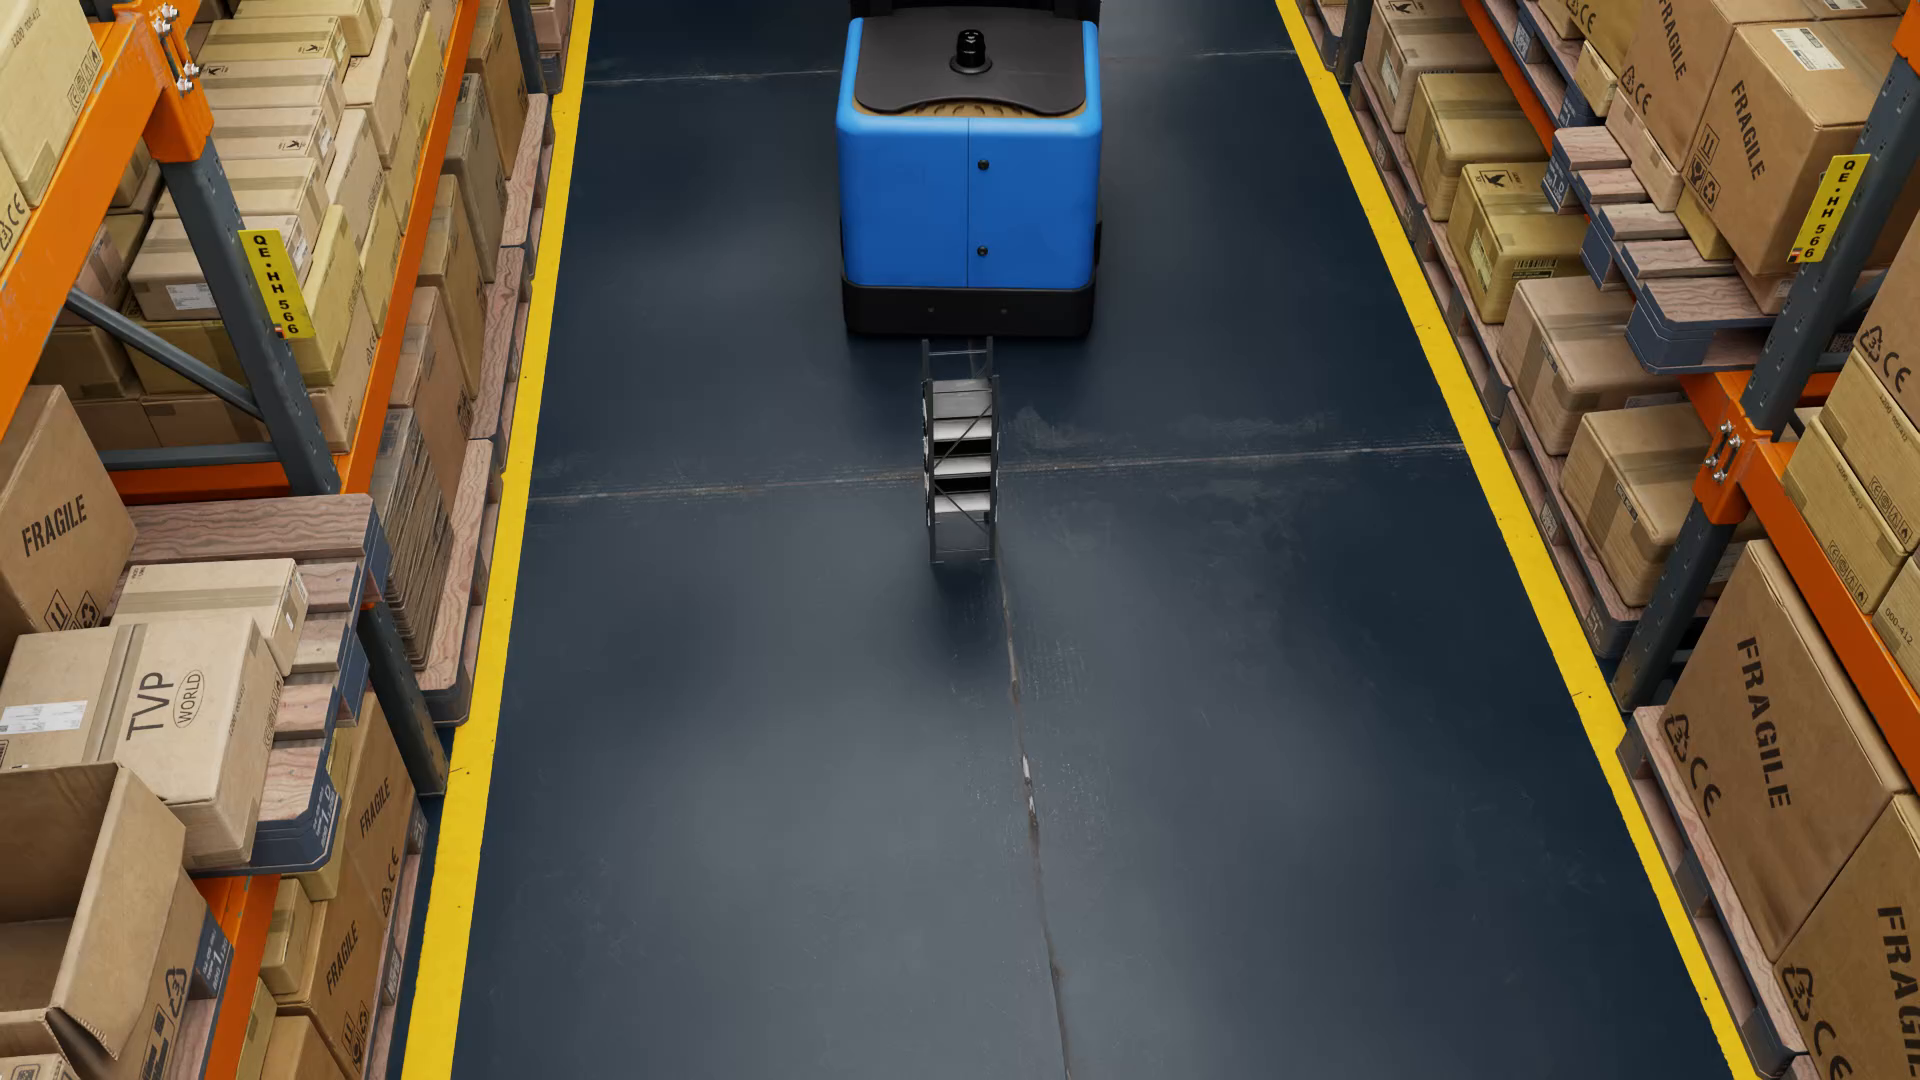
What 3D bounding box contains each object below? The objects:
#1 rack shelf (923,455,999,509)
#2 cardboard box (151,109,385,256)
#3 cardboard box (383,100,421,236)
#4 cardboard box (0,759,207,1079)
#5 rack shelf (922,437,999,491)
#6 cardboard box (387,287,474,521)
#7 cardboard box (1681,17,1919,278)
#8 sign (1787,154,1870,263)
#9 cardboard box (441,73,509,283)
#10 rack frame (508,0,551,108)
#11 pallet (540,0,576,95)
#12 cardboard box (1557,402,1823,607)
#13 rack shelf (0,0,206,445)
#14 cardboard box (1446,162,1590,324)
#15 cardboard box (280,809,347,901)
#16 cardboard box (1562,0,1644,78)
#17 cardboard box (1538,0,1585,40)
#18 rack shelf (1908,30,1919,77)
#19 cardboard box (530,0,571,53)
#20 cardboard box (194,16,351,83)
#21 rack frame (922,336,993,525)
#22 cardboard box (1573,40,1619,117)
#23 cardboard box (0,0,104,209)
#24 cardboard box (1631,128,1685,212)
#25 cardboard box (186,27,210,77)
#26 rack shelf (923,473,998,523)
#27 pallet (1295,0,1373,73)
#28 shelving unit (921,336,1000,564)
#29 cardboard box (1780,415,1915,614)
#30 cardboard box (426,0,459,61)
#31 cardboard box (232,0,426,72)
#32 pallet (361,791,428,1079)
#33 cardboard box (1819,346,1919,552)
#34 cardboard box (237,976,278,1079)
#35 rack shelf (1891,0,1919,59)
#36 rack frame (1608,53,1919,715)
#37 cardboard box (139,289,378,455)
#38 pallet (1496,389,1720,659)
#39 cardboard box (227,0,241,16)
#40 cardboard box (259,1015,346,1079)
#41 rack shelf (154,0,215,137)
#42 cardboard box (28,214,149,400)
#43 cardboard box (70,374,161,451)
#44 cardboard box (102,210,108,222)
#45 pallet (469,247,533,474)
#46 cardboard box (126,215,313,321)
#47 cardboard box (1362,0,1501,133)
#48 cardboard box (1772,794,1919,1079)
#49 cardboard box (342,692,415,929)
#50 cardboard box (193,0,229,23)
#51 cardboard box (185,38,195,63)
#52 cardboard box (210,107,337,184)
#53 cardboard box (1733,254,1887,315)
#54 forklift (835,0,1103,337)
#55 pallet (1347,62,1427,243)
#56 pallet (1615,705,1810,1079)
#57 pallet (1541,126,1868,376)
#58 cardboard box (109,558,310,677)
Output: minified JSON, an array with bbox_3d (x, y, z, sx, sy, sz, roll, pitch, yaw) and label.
[{"bbox_3d":[0.001,-0.219,6.007,0.258,0.077,0.200,-3,47,-3],"label":"rack shelf"},{"bbox_3d":[-2.027,-1.024,4.913,0.500,0.250,0.500,-2,47,-2],"label":"cardboard box"},{"bbox_3d":[-2.073,-1.226,5.449,0.500,0.250,0.500,-5,47,-5],"label":"cardboard box"},{"bbox_3d":[-1.872,0.784,3.081,0.797,0.503,0.637,-4,47,-4],"label":"cardboard box"},{"bbox_3d":[0.001,-0.281,5.942,0.258,0.077,0.200,-3,47,-3],"label":"rack shelf"},{"bbox_3d":[-2.294,-0.458,5.964,0.875,0.625,0.625,-2,47,-2],"label":"cardboard box"},{"bbox_3d":[2.438,-1.103,4.666,0.500,0.500,0.500,-5,47,-4],"label":"cardboard box"},{"bbox_3d":[2.214,-0.841,4.238,0.100,0.325,0.005,-3,47,-3],"label":"sign"},{"bbox_3d":[-2.415,-1.489,6.940,0.875,0.625,0.625,-4,47,-4],"label":"cardboard box"},{"bbox_3d":[-2.527,-3.099,7.119,1.000,3.000,0.127,-3,47,-3],"label":"rack frame"},{"bbox_3d":[-2.552,-2.719,8.679,1.003,0.211,1.213,-3,47,-3],"label":"pallet"},{"bbox_3d":[2.716,-0.160,5.856,0.950,0.372,0.625,-6,47,-6],"label":"cardboard box"},{"bbox_3d":[-2.025,0.458,2.180,1.077,0.370,4.000,-3,47,-3],"label":"rack shelf"},{"bbox_3d":[2.589,-1.242,6.881,0.950,0.372,0.625,-2,47,-2],"label":"cardboard box"},{"bbox_3d":[-1.845,0.824,4.389,0.380,0.149,0.250,-6,47,-5],"label":"cardboard box"},{"bbox_3d":[2.341,-1.841,5.365,0.500,0.500,0.500,-6,47,-6],"label":"cardboard box"},{"bbox_3d":[2.283,-1.907,5.874,0.380,0.149,0.250,-5,47,-5],"label":"cardboard box"},{"bbox_3d":[2.921,0.153,2.469,1.077,0.370,4.000,-3,47,-3],"label":"rack shelf"},{"bbox_3d":[-2.238,-2.668,8.316,0.500,0.250,0.500,-3,47,-3],"label":"cardboard box"},{"bbox_3d":[-2.082,-1.457,5.048,0.380,0.149,0.250,-3,47,-3],"label":"cardboard box"},{"bbox_3d":[-0.008,-0.377,5.987,0.240,0.900,0.006,-3,47,-3],"label":"rack frame"},{"bbox_3d":[2.281,-1.541,5.527,0.380,0.149,0.250,-3,47,-3],"label":"cardboard box"},{"bbox_3d":[-1.908,-0.829,3.006,0.500,0.250,0.500,-5,47,-5],"label":"cardboard box"},{"bbox_3d":[2.331,-1.160,5.166,0.380,0.149,0.250,-4,47,-4],"label":"cardboard box"},{"bbox_3d":[-2.591,-1.366,5.237,0.500,0.250,0.500,-4,47,-4],"label":"cardboard box"},{"bbox_3d":[0.001,-0.157,6.073,0.258,0.077,0.200,-3,47,-3],"label":"rack shelf"},{"bbox_3d":[2.327,-2.929,8.878,1.003,0.211,1.213,-3,47,-3],"label":"pallet"},{"bbox_3d":[0.001,-0.304,5.918,0.258,0.900,0.210,-3,47,-3],"label":"shelving unit"},{"bbox_3d":[2.544,-0.089,4.371,0.500,0.250,0.500,-4,47,-4],"label":"cardboard box"},{"bbox_3d":[-2.166,-1.975,6.157,0.500,0.250,0.500,-3,47,-3],"label":"cardboard box"},{"bbox_3d":[-2.121,-1.772,5.621,0.500,0.250,0.500,-3,47,-3],"label":"cardboard box"},{"bbox_3d":[-2.168,1.296,4.877,1.003,0.211,1.213,-3,47,-3],"label":"pallet"},{"bbox_3d":[2.550,-0.248,4.178,0.500,0.250,0.500,-4,47,-4],"label":"cardboard box"},{"bbox_3d":[-1.890,1.211,4.023,0.380,0.149,0.250,-2,47,-2],"label":"cardboard box"},{"bbox_3d":[2.586,-2.741,5.209,1.077,0.370,4.000,-3,47,-3],"label":"rack shelf"},{"bbox_3d":[2.753,-0.510,4.667,1.000,3.000,0.127,-3,47,-3],"label":"rack frame"},{"bbox_3d":[-1.986,-0.490,4.751,0.500,0.250,0.500,-3,47,-3],"label":"cardboard box"},{"bbox_3d":[2.690,-0.116,6.215,1.003,0.211,1.213,-3,47,-3],"label":"pallet"},{"bbox_3d":[-2.162,-1.827,5.399,0.380,0.149,0.250,-3,47,-3],"label":"cardboard box"},{"bbox_3d":[-1.865,1.544,4.154,0.500,0.500,0.500,-2,47,-2],"label":"cardboard box"},{"bbox_3d":[-2.360,-2.436,4.921,1.077,0.370,4.000,-3,47,-3],"label":"rack shelf"},{"bbox_3d":[-2.507,-0.634,4.543,0.500,0.250,0.500,-3,47,-2],"label":"cardboard box"},{"bbox_3d":[-2.485,-0.463,4.726,0.500,0.250,0.500,-4,47,-4],"label":"cardboard box"},{"bbox_3d":[-2.555,-0.868,4.491,0.380,0.149,0.250,-2,47,-2],"label":"cardboard box"},{"bbox_3d":[-2.321,-0.725,6.791,1.003,0.211,1.213,-3,47,-3],"label":"pallet"},{"bbox_3d":[-1.926,-0.711,4.342,0.380,0.149,0.250,-2,47,-2],"label":"cardboard box"},{"bbox_3d":[2.465,-2.265,7.850,0.950,0.372,0.625,-3,47,-3],"label":"cardboard box"},{"bbox_3d":[2.799,1.227,4.196,0.875,0.875,0.875,-3,47,-3],"label":"cardboard box"},{"bbox_3d":[-1.943,0.803,4.856,0.500,0.500,0.500,-2,47,-2],"label":"cardboard box"},{"bbox_3d":[-2.569,-1.795,5.369,0.380,0.149,0.250,-2,47,-2],"label":"cardboard box"},{"bbox_3d":[-2.550,-1.427,5.020,0.380,0.149,0.250,-4,47,-4],"label":"cardboard box"},{"bbox_3d":[-1.996,-1.089,4.700,0.380,0.149,0.250,-2,47,-2],"label":"cardboard box"},{"bbox_3d":[2.492,-0.791,4.817,0.380,0.149,0.250,-2,47,-2],"label":"cardboard box"},{"bbox_3d":[0.073,-2.915,6.992,1.130,2.935,3.031,1,47,1],"label":"forklift"},{"bbox_3d":[2.485,-1.882,7.887,1.003,0.211,1.213,-3,47,-3],"label":"pallet"},{"bbox_3d":[2.744,1.024,5.135,1.003,0.211,1.213,-3,47,-3],"label":"pallet"},{"bbox_3d":[2.588,-0.953,5.219,1.213,0.211,1.003,-3,47,-3],"label":"pallet"},{"bbox_3d":[-1.755,0.189,3.889,0.380,0.149,0.250,-3,47,-3],"label":"cardboard box"}]
